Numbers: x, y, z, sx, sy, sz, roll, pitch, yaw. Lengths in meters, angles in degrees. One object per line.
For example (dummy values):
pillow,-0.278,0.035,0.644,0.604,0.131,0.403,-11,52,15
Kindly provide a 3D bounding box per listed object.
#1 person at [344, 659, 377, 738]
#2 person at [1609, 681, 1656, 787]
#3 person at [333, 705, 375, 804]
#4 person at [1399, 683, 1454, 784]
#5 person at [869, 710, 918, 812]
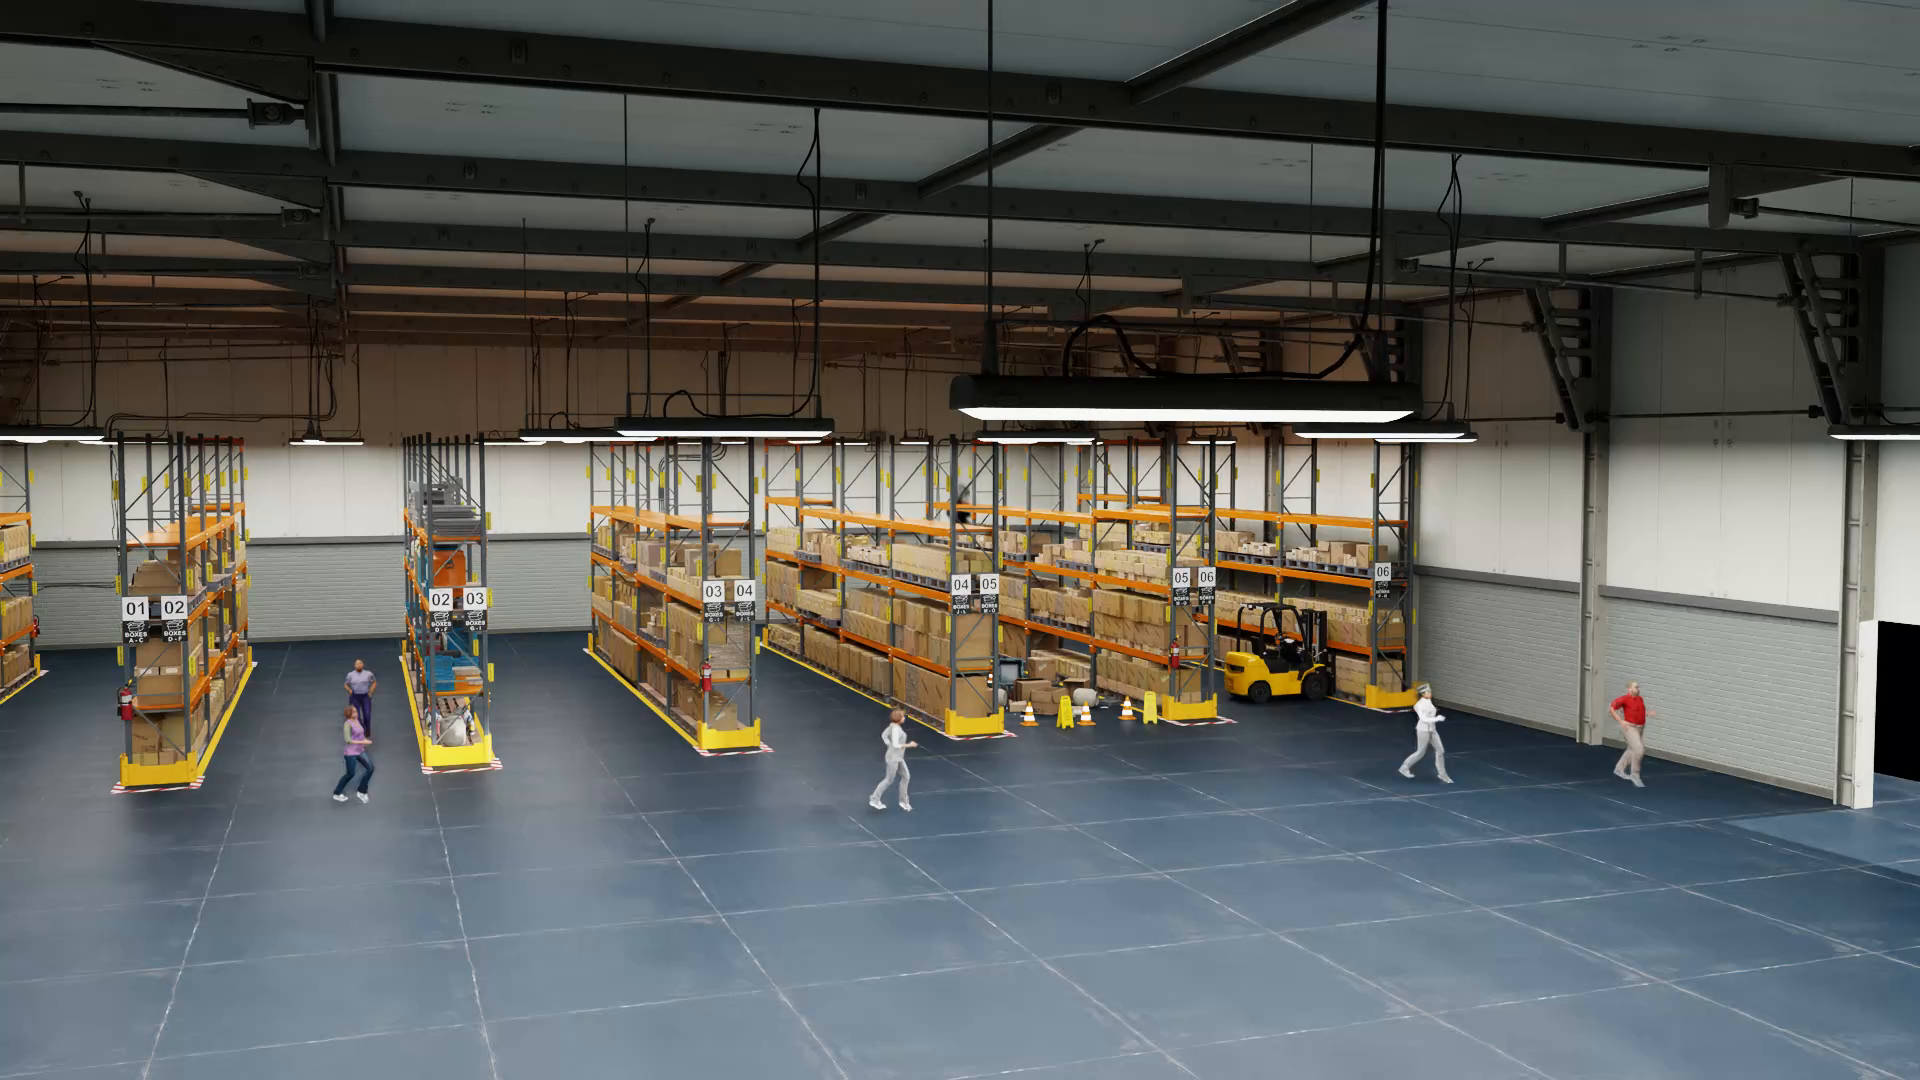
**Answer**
person,-11.704,3.124,32.453,0.599,1.589,0.557,-1,3,-17
person,11.465,3.301,28.305,0.639,1.798,0.731,-3,4,-39
person,-9.758,3.457,26.775,0.690,1.607,0.546,1,3,11
person,8.009,3.305,28.513,0.896,1.710,0.622,2,4,33
person,-1.035,3.480,26.112,0.777,1.644,0.490,0,3,4
